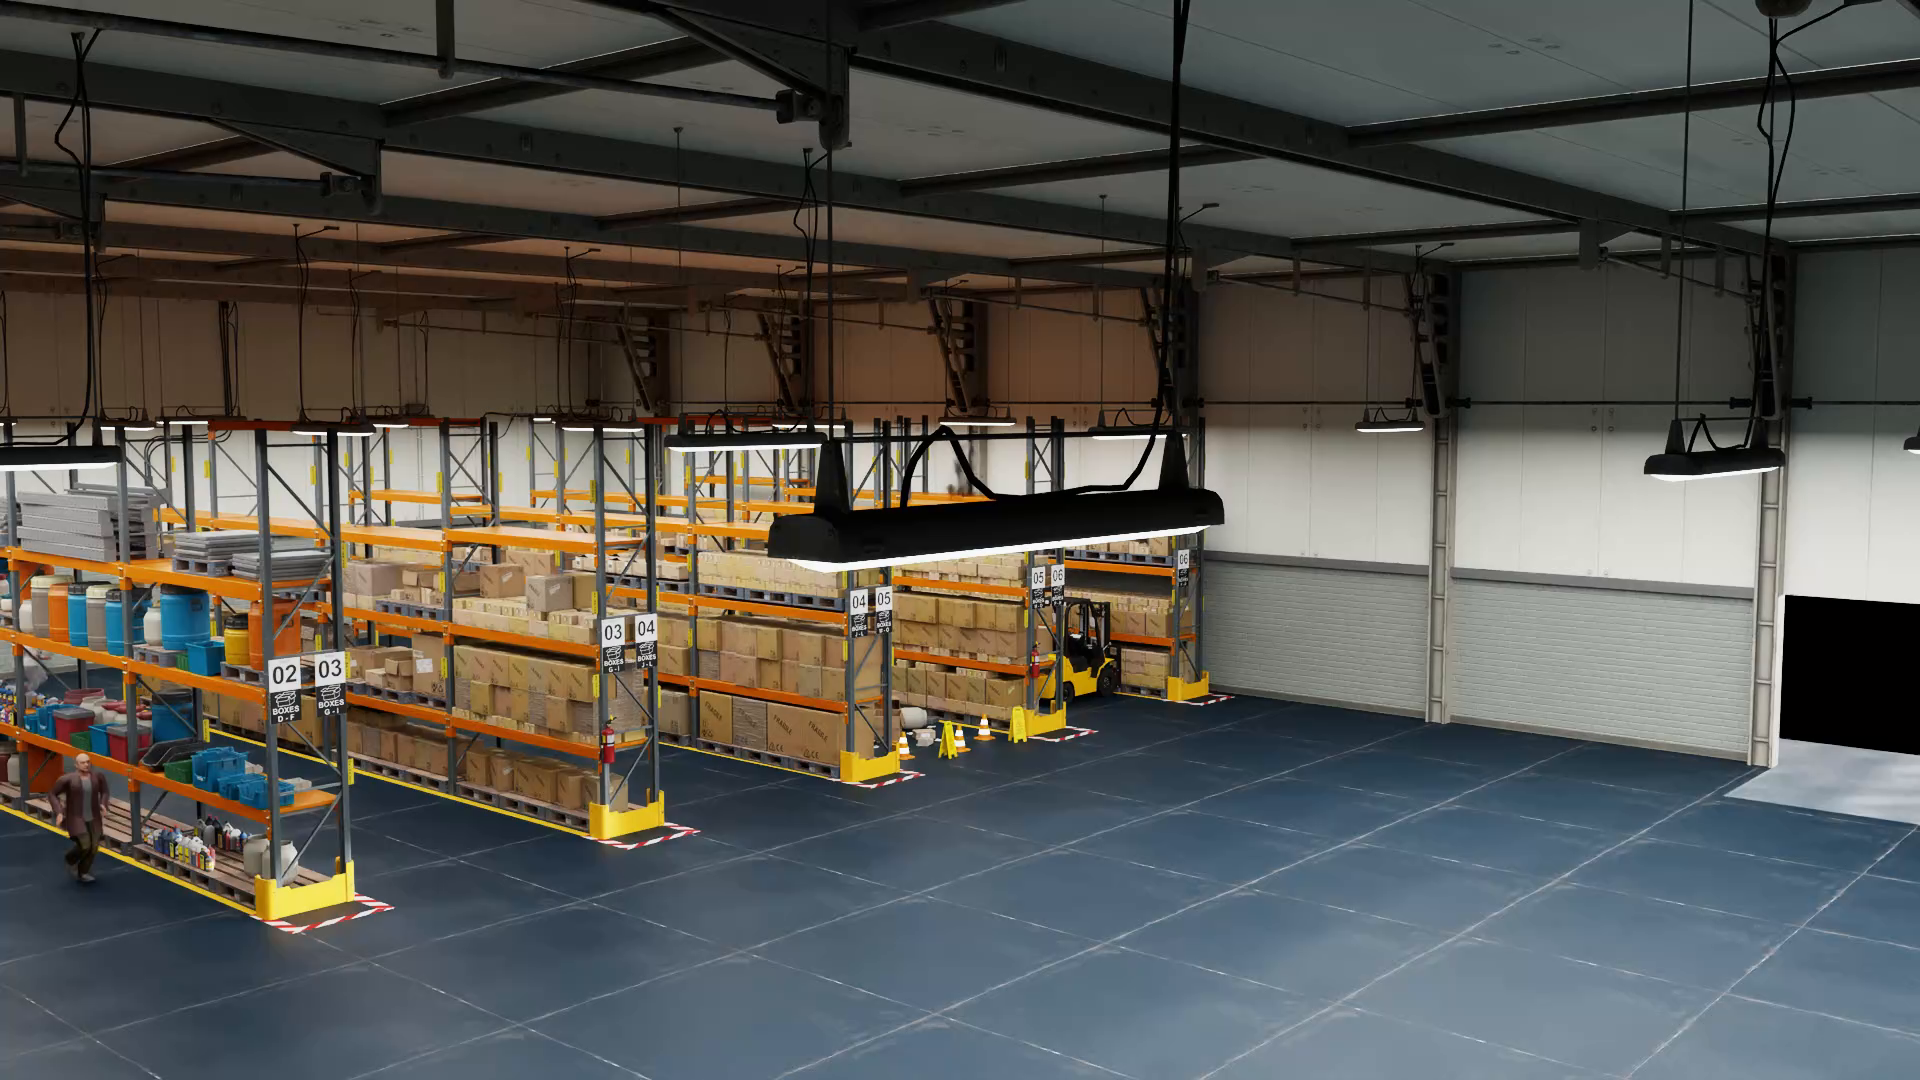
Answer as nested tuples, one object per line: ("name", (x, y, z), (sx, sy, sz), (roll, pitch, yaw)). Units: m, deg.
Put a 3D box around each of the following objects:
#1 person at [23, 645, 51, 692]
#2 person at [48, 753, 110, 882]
("person", (-19.380, 2.627, 34.851), (0.623, 1.648, 0.616), (-2, 5, -24))
("person", (-11.476, 3.653, 21.792), (0.672, 1.722, 0.700), (4, 6, 39))
